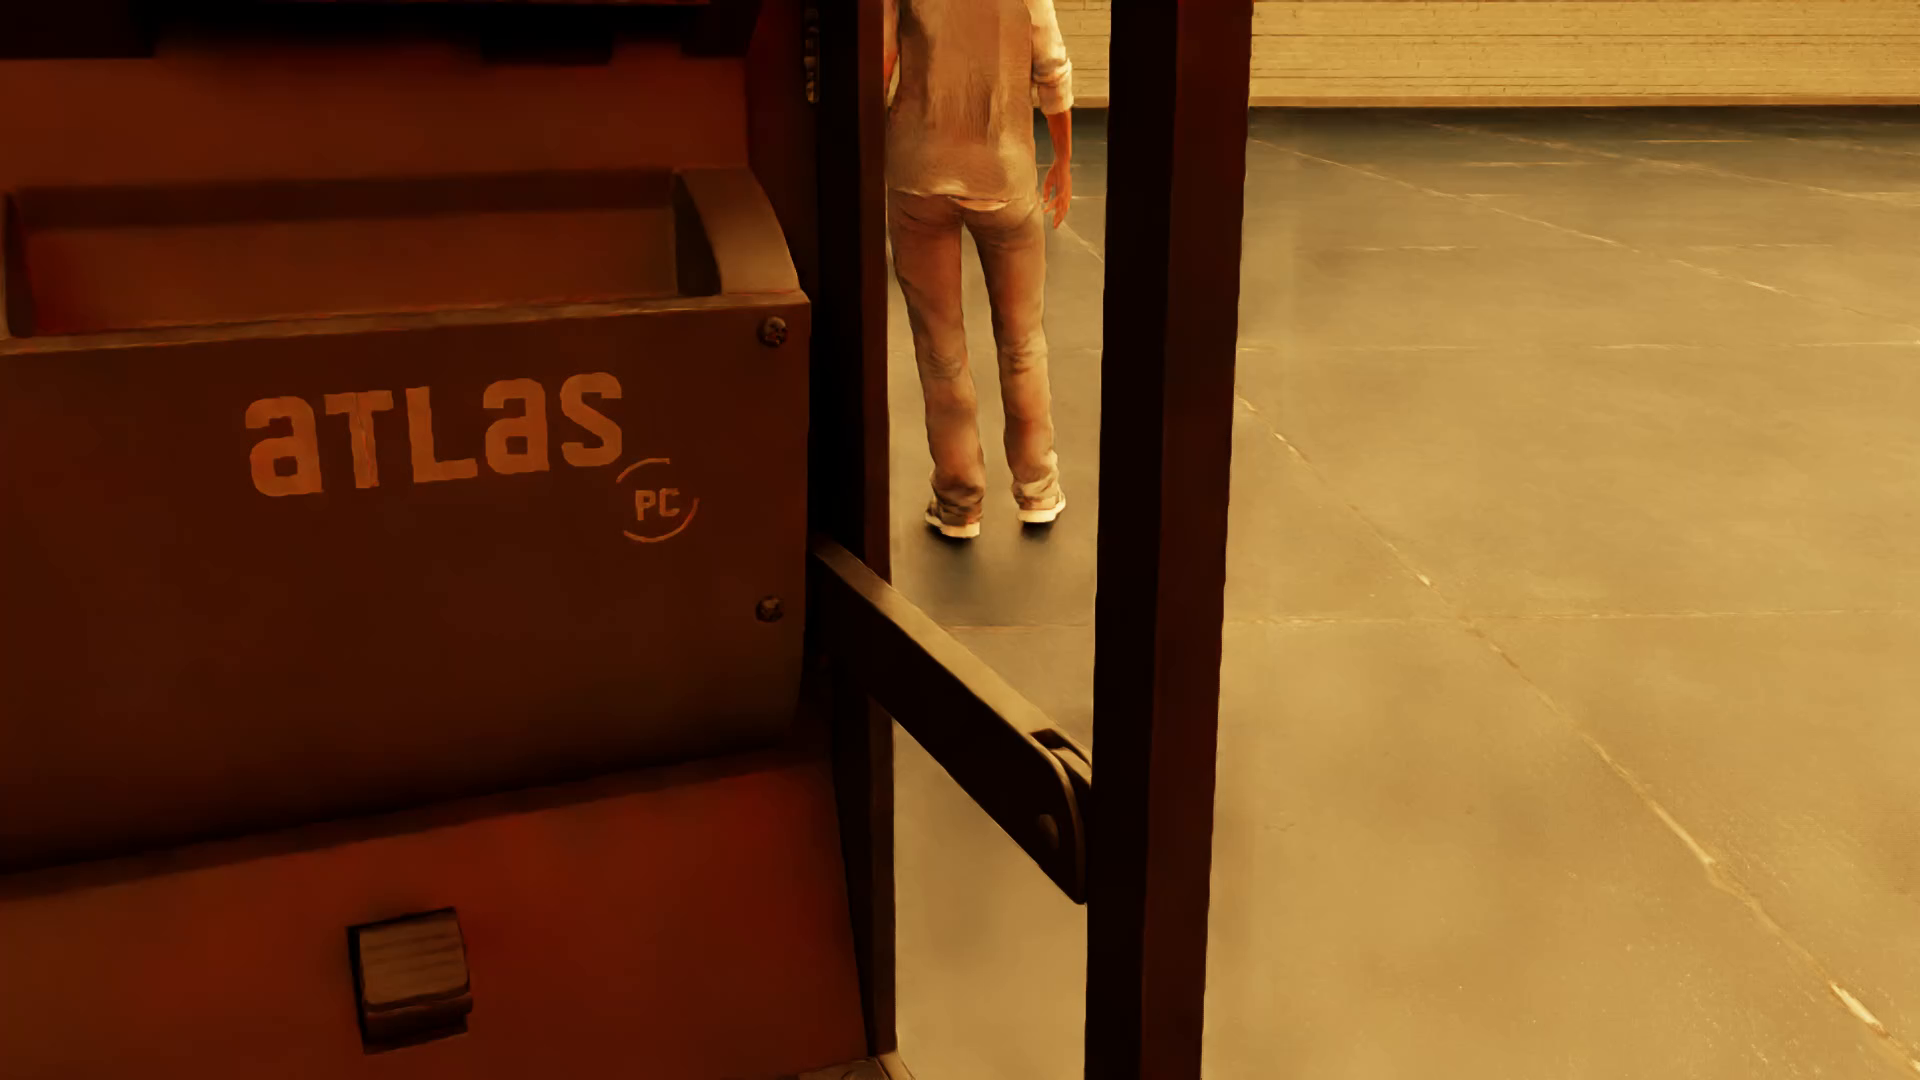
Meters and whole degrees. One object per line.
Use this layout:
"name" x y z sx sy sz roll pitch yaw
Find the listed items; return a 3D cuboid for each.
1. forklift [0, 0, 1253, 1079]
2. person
"forklift" -0.469 -0.530 0.640 1.130 2.935 3.031 -7 18 -22
"person" 0.010 -0.792 3.754 0.521 1.597 0.474 -1 17 -3
